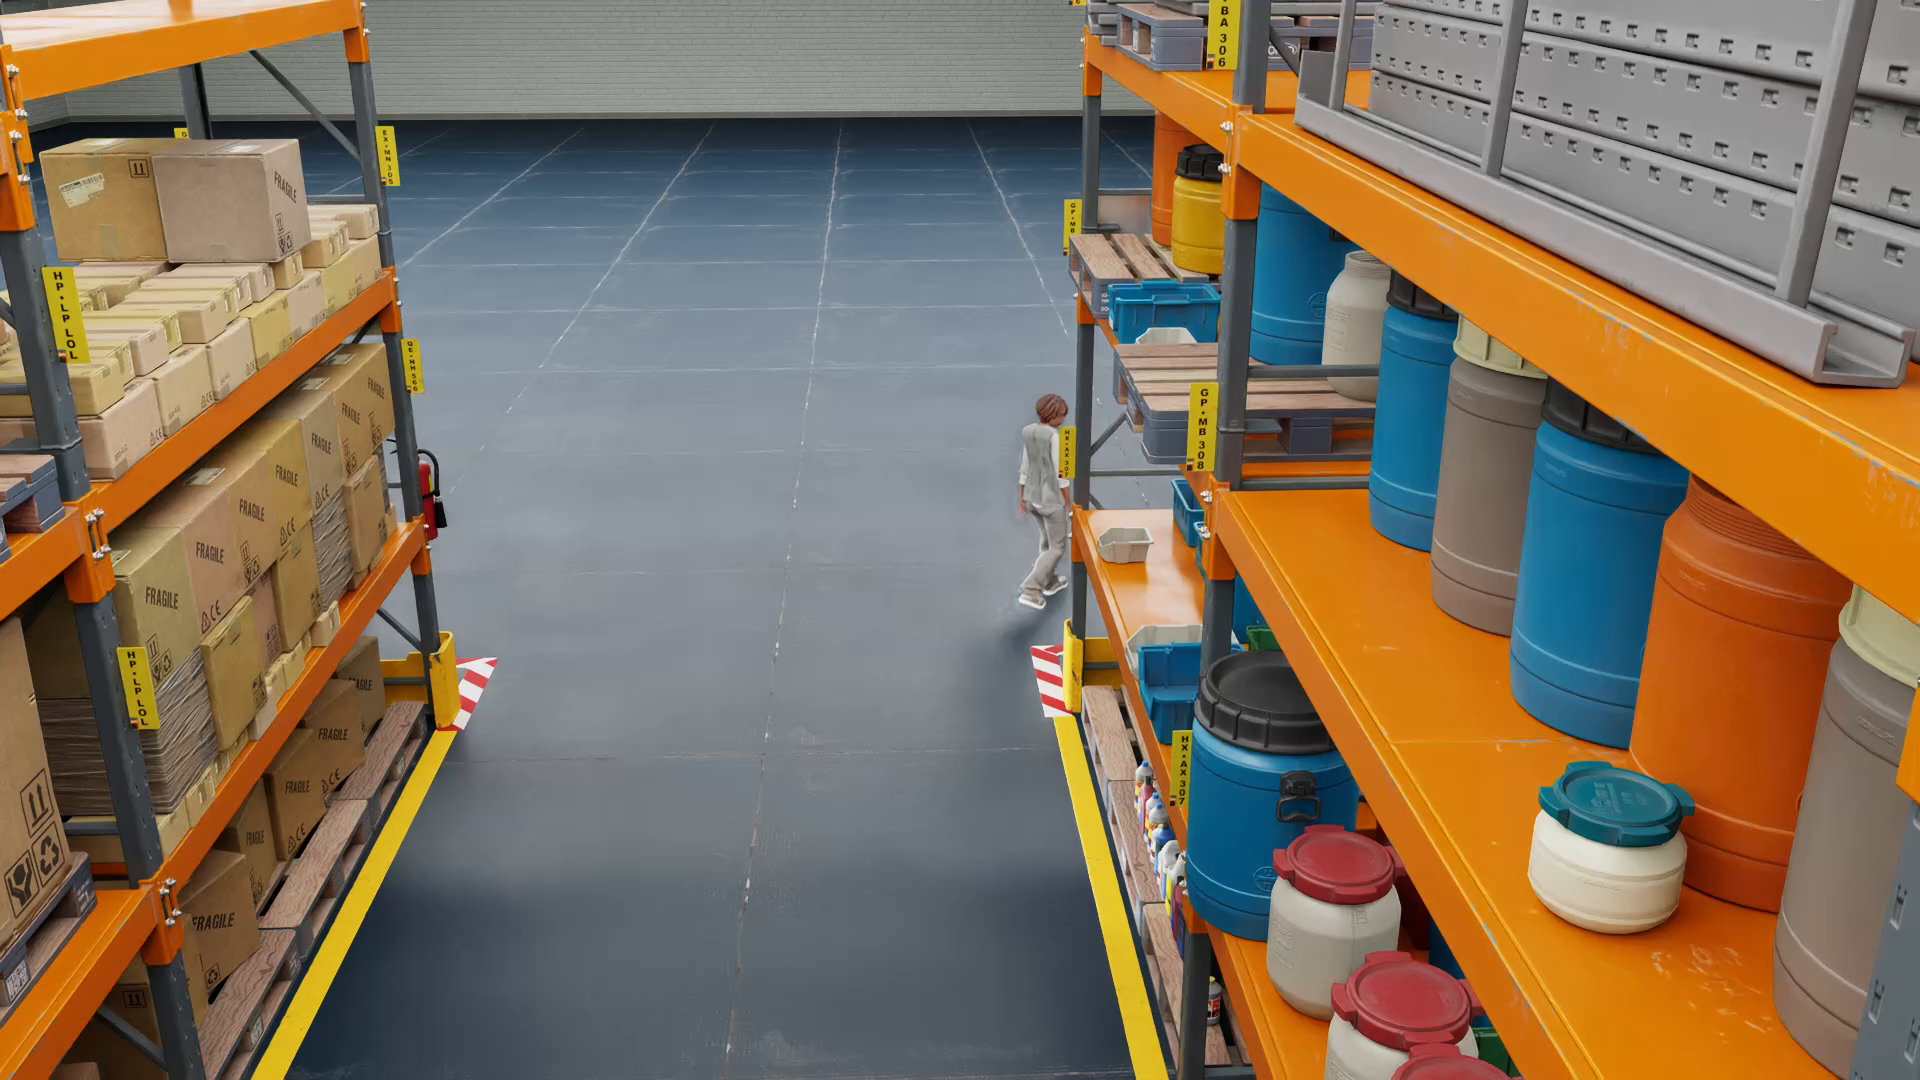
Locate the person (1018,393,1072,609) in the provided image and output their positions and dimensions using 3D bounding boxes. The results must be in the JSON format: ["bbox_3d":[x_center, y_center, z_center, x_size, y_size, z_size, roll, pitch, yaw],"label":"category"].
[{"bbox_3d":[0.609,-0.272,11.797,0.749,1.557,0.441,-17,26,-37],"label":"person"}]
